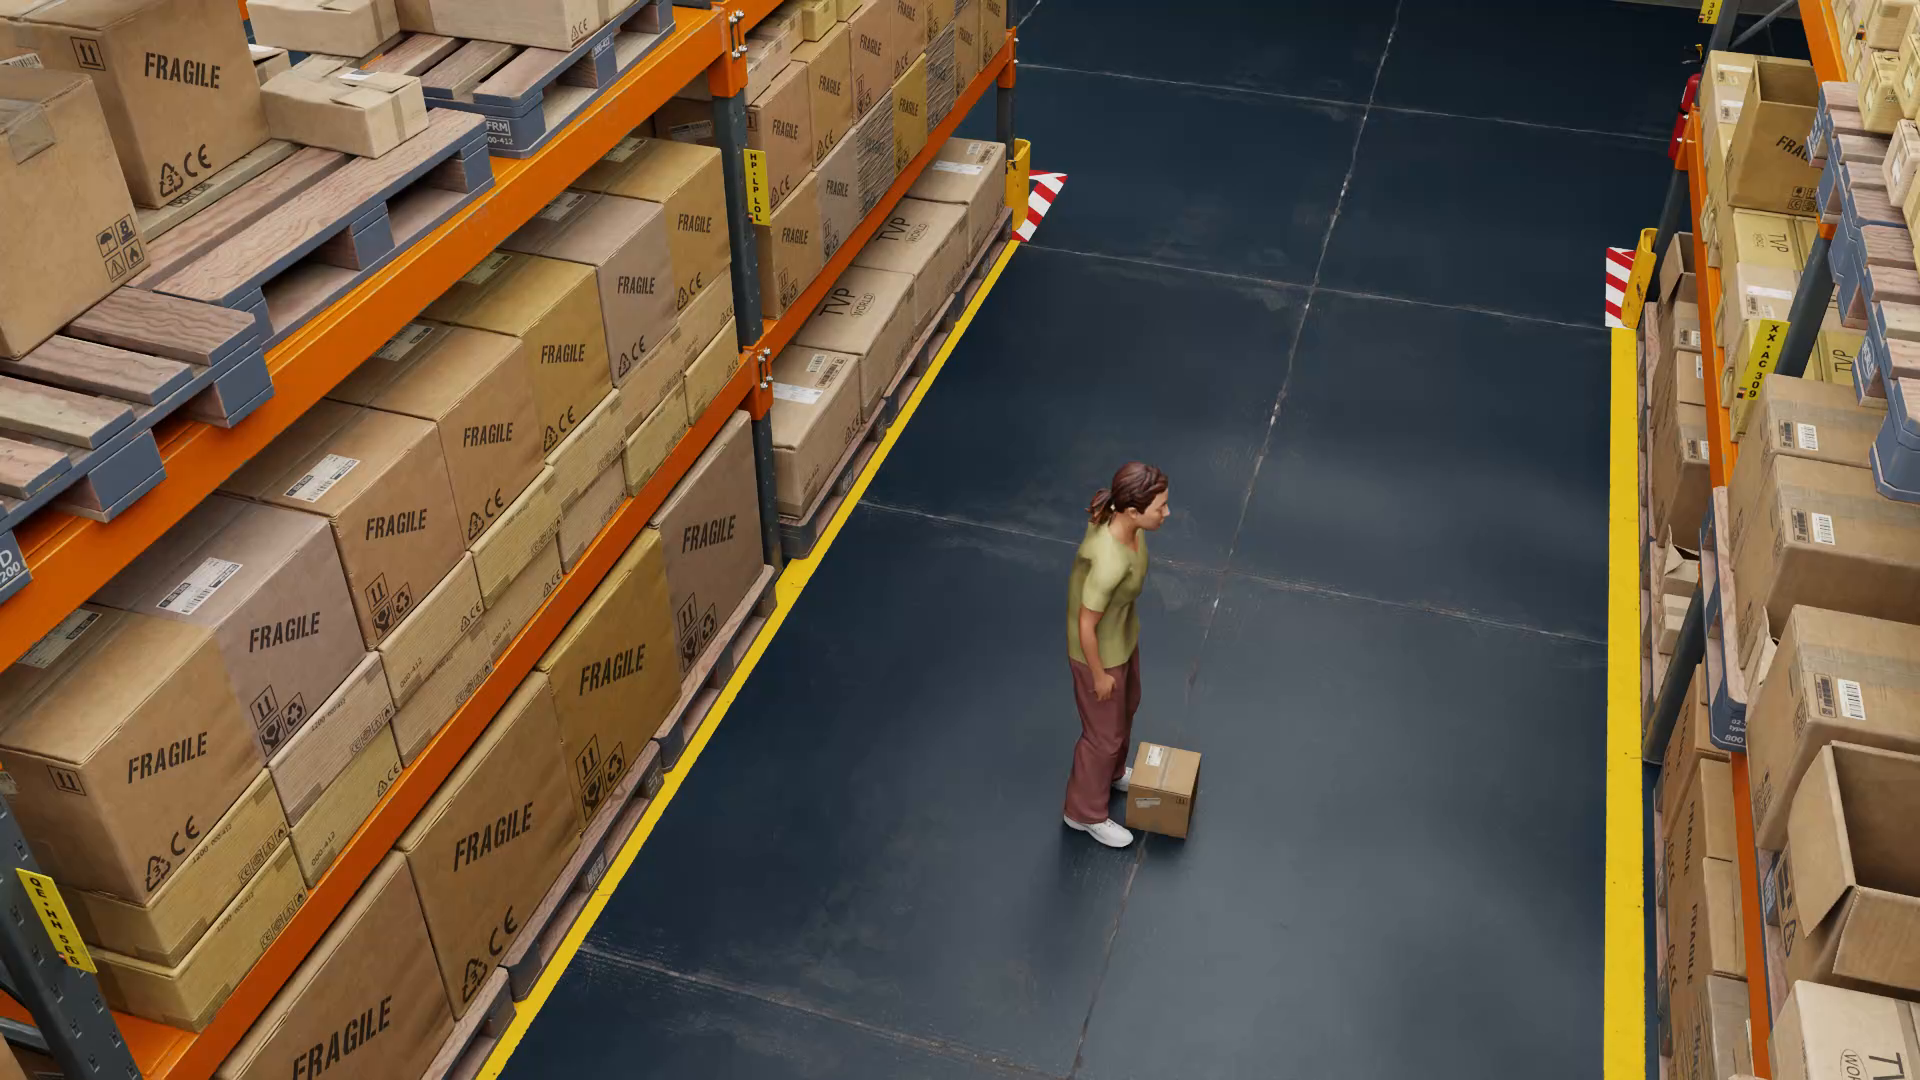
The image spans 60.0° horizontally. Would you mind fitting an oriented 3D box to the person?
[{"bbox_3d":[0.588,0.407,6.354,0.360,1.673,0.499,11,38,14],"label":"person"}]
